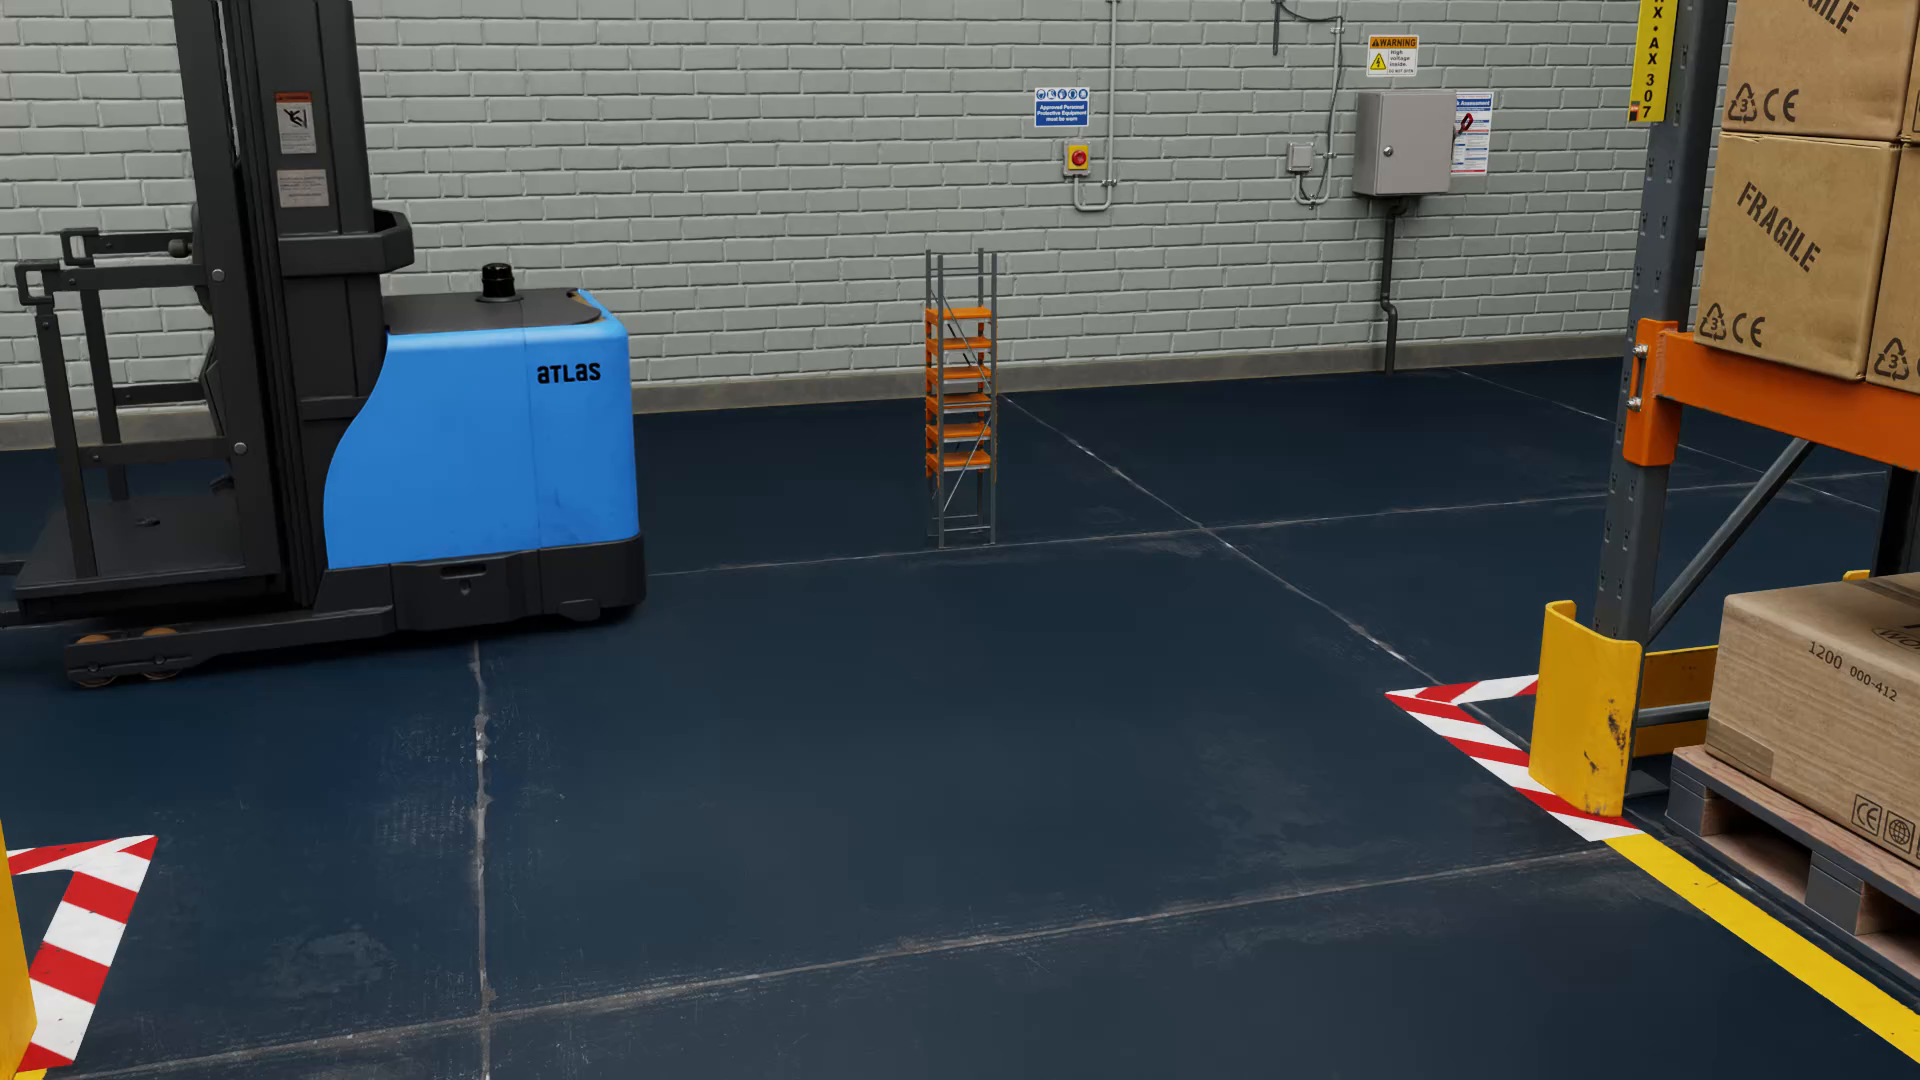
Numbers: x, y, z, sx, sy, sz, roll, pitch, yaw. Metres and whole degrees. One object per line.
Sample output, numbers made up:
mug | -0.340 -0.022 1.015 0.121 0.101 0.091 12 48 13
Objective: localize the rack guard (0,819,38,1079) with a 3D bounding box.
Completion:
rack guard | -2.493 0.864 3.205 1.175 0.500 0.348 -5 17 -15

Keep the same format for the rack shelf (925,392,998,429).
rack shelf | 0.004 -0.528 6.779 0.258 0.103 0.180 -5 17 -15

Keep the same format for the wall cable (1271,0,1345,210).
wall cable | 2.006 -2.933 9.736 0.588 1.984 0.122 -5 17 -15

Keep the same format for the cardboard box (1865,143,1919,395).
cardboard box | 2.240 -0.528 3.321 0.500 0.500 0.500 -5 17 -16

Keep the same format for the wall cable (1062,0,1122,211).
wall cable | 0.646 -2.832 9.347 0.585 1.953 0.123 -5 17 -15

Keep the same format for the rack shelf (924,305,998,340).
rack shelf | 0.004 -0.873 6.675 0.258 0.103 0.180 -5 17 -15

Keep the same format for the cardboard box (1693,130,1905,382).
cardboard box | 2.074 -0.665 3.780 0.500 0.500 0.500 -5 17 -16

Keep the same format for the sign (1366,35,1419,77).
sign | 2.596 -2.905 9.974 0.339 0.242 0.001 -5 17 -15

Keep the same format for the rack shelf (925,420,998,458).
rack shelf | 0.004 -0.413 6.813 0.258 0.103 0.180 -5 17 -15

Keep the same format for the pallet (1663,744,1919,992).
pallet | 2.513 0.777 3.997 1.003 0.211 1.213 -5 17 -15

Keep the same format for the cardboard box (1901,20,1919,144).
cardboard box | 2.225 -1.002 3.162 0.500 0.500 0.500 -5 17 -17

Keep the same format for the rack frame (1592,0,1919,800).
rack frame | 2.218 -0.773 4.312 1.000 3.000 0.127 -5 17 -15

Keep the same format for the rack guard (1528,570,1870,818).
rack guard | 2.211 0.417 4.693 1.175 0.500 0.348 -5 17 -15

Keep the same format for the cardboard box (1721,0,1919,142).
cardboard box | 2.076 -1.145 3.636 0.500 0.500 0.500 -5 17 -16

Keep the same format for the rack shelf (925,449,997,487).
rack shelf | 0.004 -0.298 6.848 0.258 0.103 0.180 -5 17 -15

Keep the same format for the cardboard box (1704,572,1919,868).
cardboard box | 2.496 0.428 4.038 0.875 0.438 0.875 -5 18 -17

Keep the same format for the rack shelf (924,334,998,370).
rack shelf | 0.004 -0.758 6.710 0.258 0.103 0.180 -5 17 -15

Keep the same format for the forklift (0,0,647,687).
forklift | -2.707 -1.100 5.519 3.031 2.935 1.130 -6 18 -19

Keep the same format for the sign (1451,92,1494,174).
sign | 3.124 -2.507 10.251 0.329 0.494 0.001 -5 17 -15

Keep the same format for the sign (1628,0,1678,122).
sign | 1.683 -1.183 4.035 0.100 0.325 0.005 -5 17 -15

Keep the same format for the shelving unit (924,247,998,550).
shelving unit | 0.004 -0.571 6.766 0.258 1.200 0.189 -5 17 -15

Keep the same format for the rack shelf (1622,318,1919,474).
rack shelf | 2.768 0.125 2.573 1.077 0.370 4.000 -5 17 -15

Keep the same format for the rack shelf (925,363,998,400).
rack shelf | 0.004 -0.643 6.744 0.258 0.103 0.180 -5 17 -15

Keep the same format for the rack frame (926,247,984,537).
rack frame | -0.021 -0.596 6.850 0.240 1.200 0.006 -5 17 -15

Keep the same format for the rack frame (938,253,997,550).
rack frame | 0.029 -0.545 6.682 0.240 1.200 0.006 -5 17 -15

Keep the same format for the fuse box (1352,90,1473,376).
fuse box | 2.706 -1.840 10.102 0.539 1.711 0.414 -5 17 -15

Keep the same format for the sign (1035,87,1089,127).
sign | 0.583 -2.473 9.503 0.327 0.218 0.001 -5 17 -15
